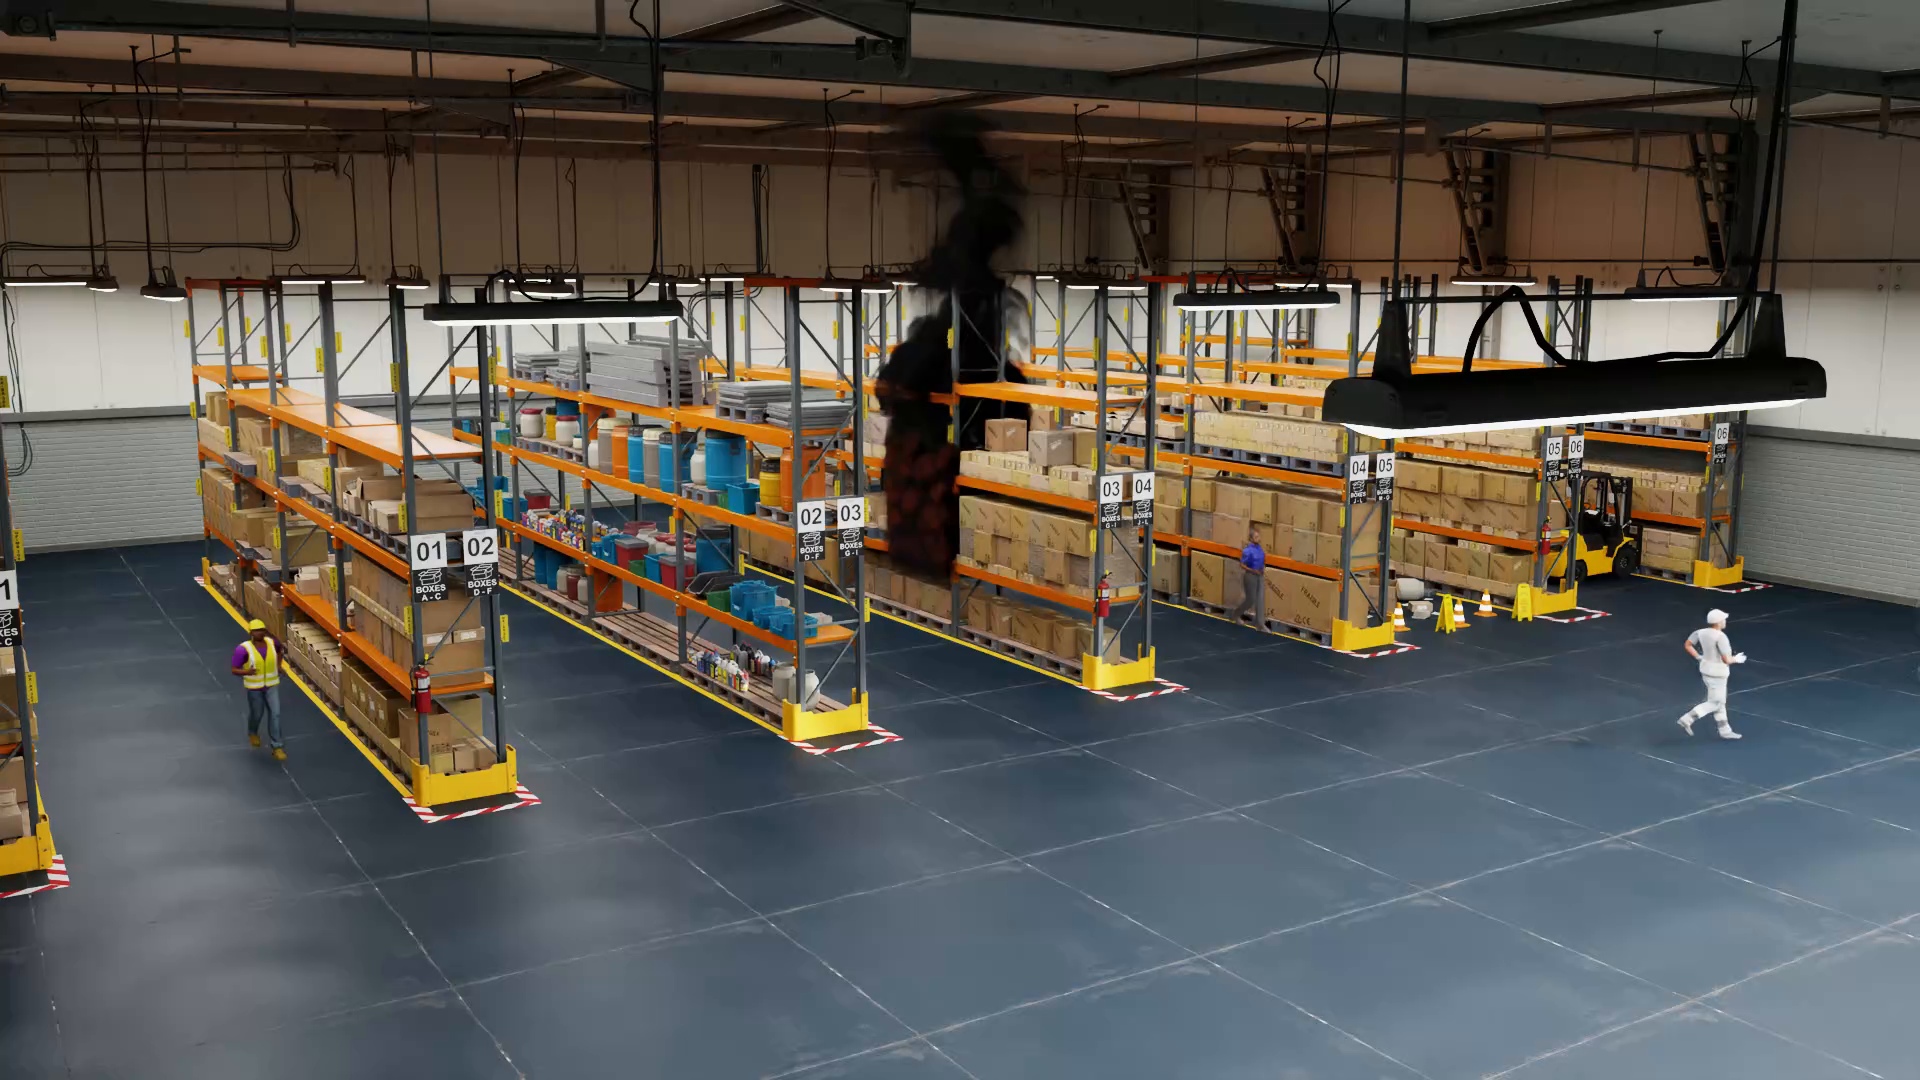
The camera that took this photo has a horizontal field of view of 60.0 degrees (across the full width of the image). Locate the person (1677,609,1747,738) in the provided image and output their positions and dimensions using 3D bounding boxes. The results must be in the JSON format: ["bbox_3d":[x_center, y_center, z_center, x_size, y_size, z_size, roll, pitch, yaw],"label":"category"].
[{"bbox_3d":[9.925,1.785,21.916,0.985,1.776,0.654,-1,10,-8],"label":"person"}]

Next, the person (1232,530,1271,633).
[{"bbox_3d":[4.848,0.663,27.434,0.579,1.671,0.784,-7,12,-37],"label":"person"}]

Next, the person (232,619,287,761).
[{"bbox_3d":[-8.959,1.886,21.326,0.695,1.770,0.962,-8,12,-39],"label":"person"}]
